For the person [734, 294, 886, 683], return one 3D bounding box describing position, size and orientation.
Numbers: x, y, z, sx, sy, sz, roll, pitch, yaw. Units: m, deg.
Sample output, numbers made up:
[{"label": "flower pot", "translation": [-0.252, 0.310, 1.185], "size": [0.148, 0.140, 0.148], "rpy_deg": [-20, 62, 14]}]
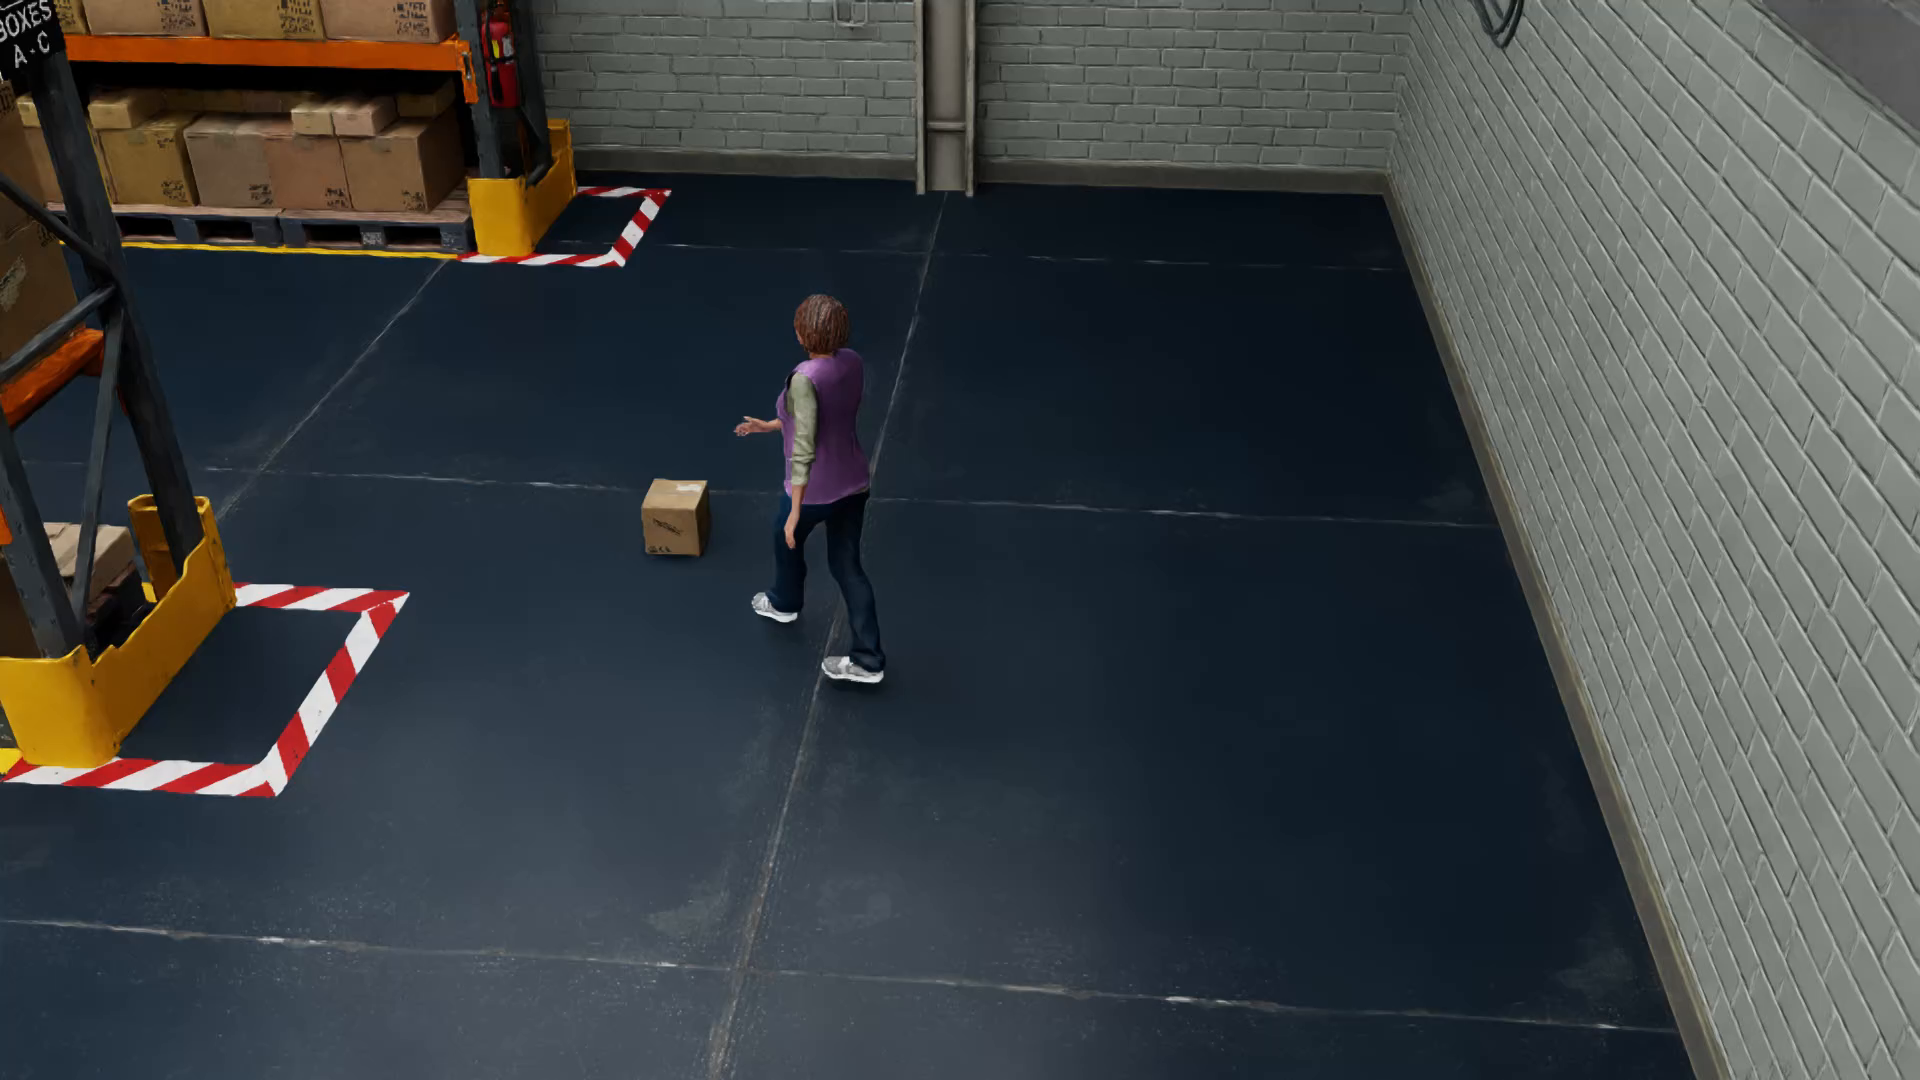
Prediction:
[{"label": "person", "translation": [-0.616, -0.201, 6.489], "size": [0.856, 1.541, 0.578], "rpy_deg": [26, 41, 35]}]
